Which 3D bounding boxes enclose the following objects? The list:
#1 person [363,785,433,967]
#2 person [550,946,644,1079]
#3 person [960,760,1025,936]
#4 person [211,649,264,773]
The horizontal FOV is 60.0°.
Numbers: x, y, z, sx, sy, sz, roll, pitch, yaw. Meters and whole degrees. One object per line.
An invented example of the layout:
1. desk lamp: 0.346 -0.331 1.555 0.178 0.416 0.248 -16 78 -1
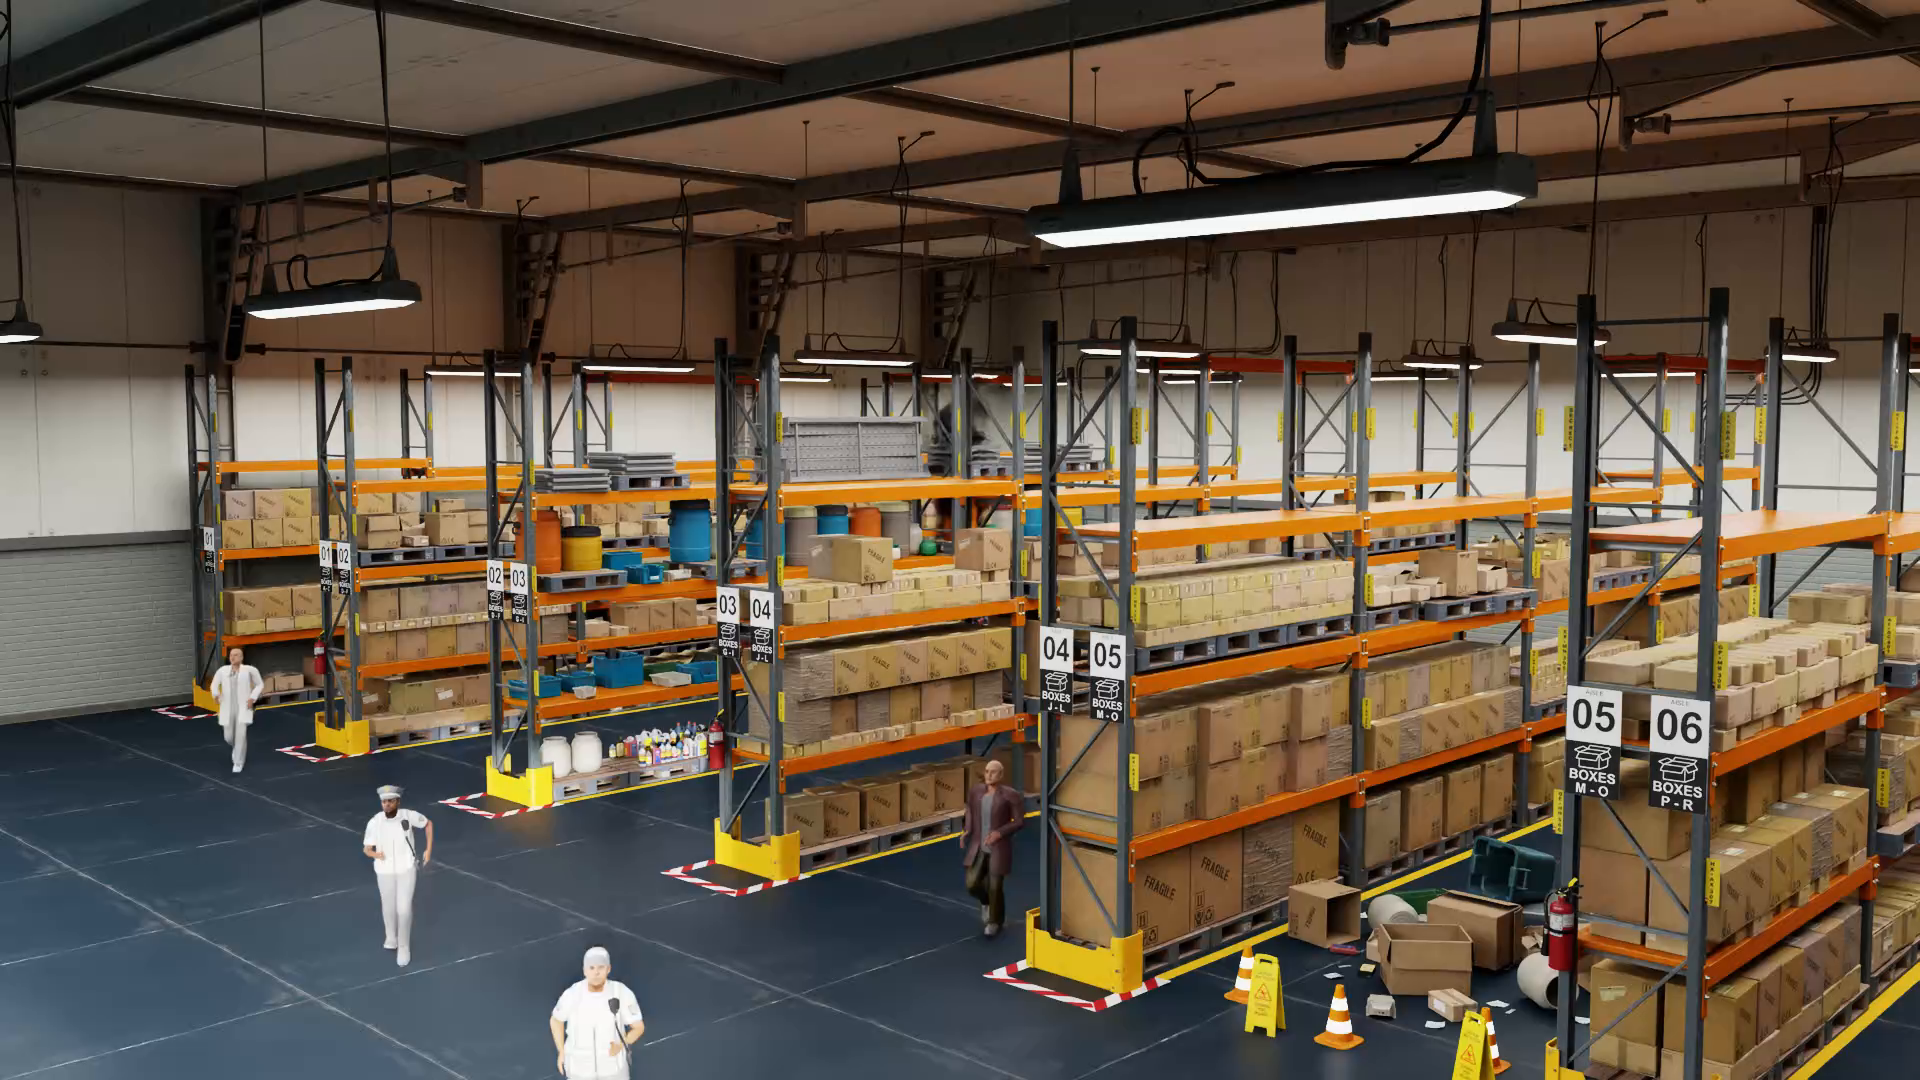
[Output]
1. person: -5.282 3.123 15.643 0.584 1.707 0.864 -1 4 -9
2. person: -2.403 3.503 11.023 0.620 1.634 0.804 -1 4 -11
3. person: 0.288 3.042 16.408 0.704 1.732 0.627 2 5 24
4. person: -10.517 2.454 24.179 0.726 1.760 0.751 -1 4 -9
